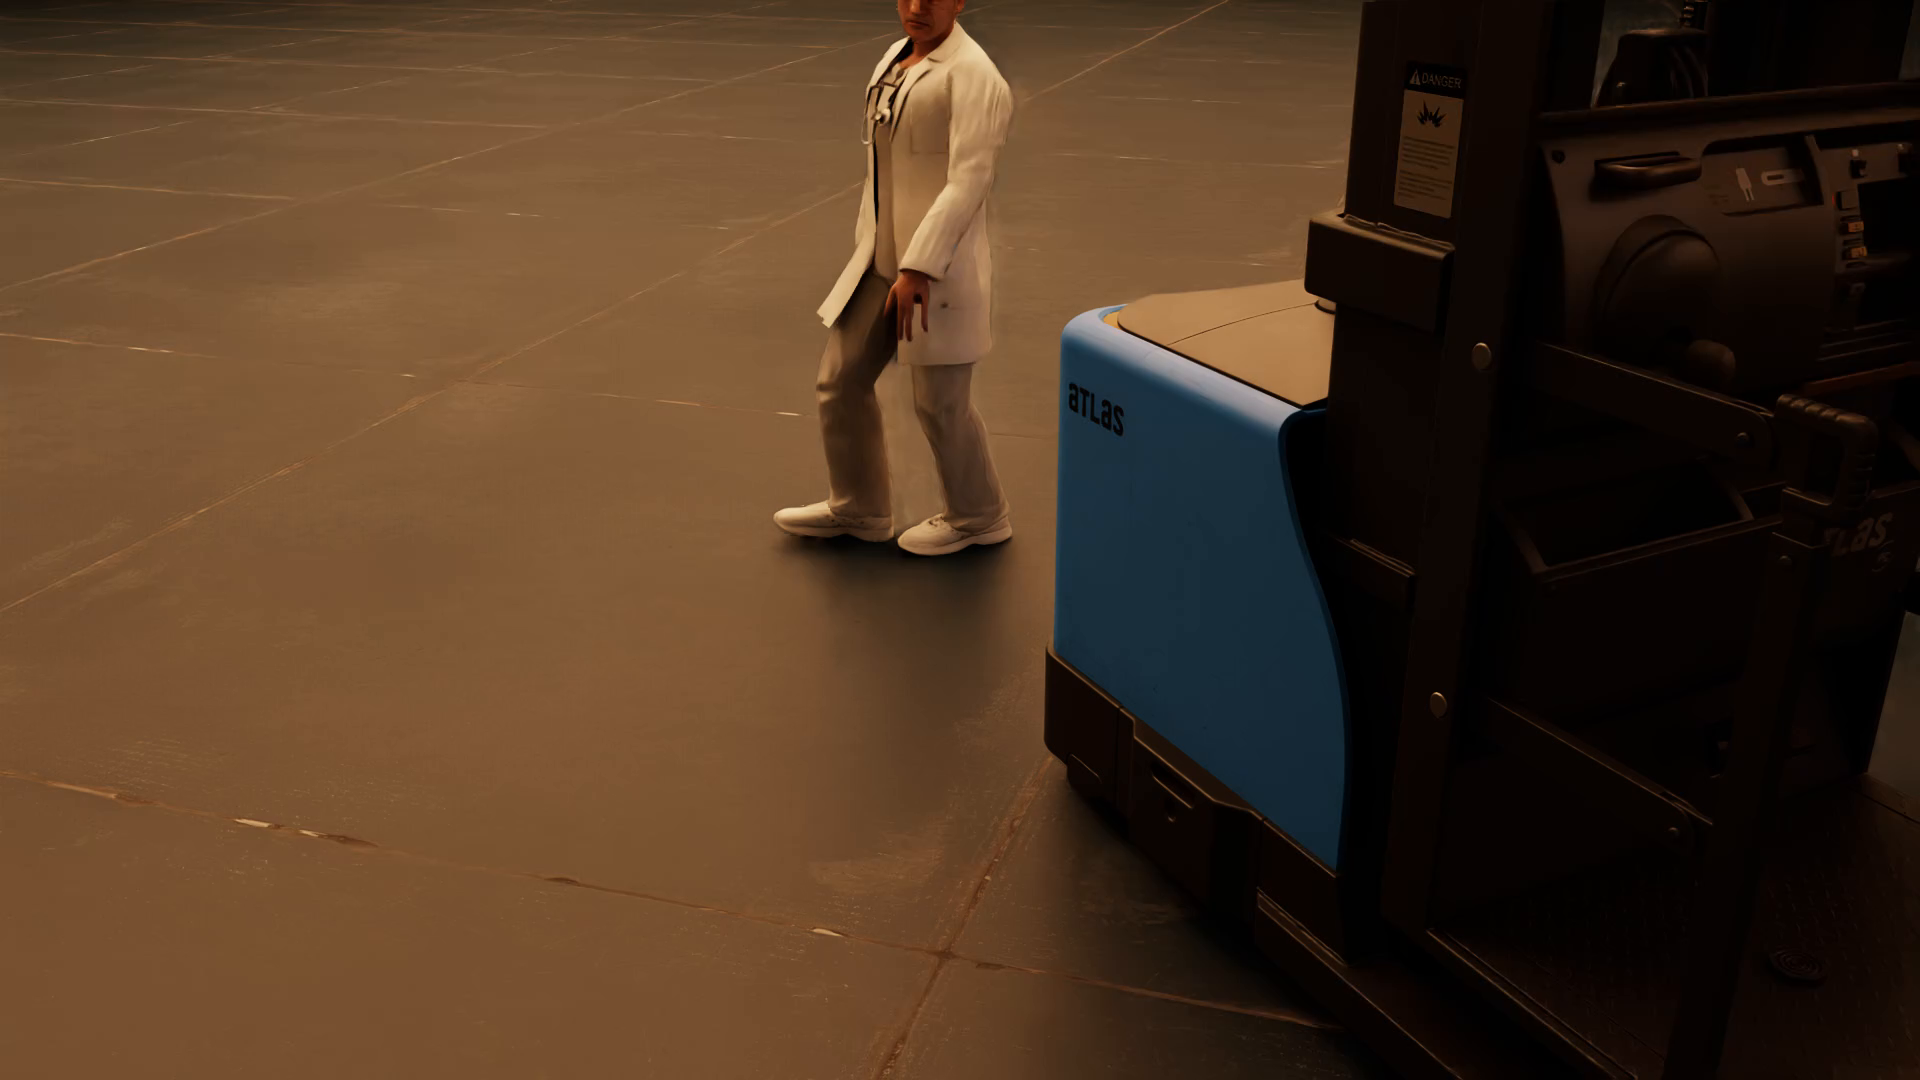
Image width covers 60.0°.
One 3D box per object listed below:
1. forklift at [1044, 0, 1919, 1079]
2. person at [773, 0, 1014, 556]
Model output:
[{"bbox_3d":[1.319,-0.424,2.307,1.130,2.935,3.031,-11,25,-25],"label":"forklift"},{"bbox_3d":[-0.141,-0.774,4.720,0.604,1.748,0.719,-16,28,-34],"label":"person"}]
